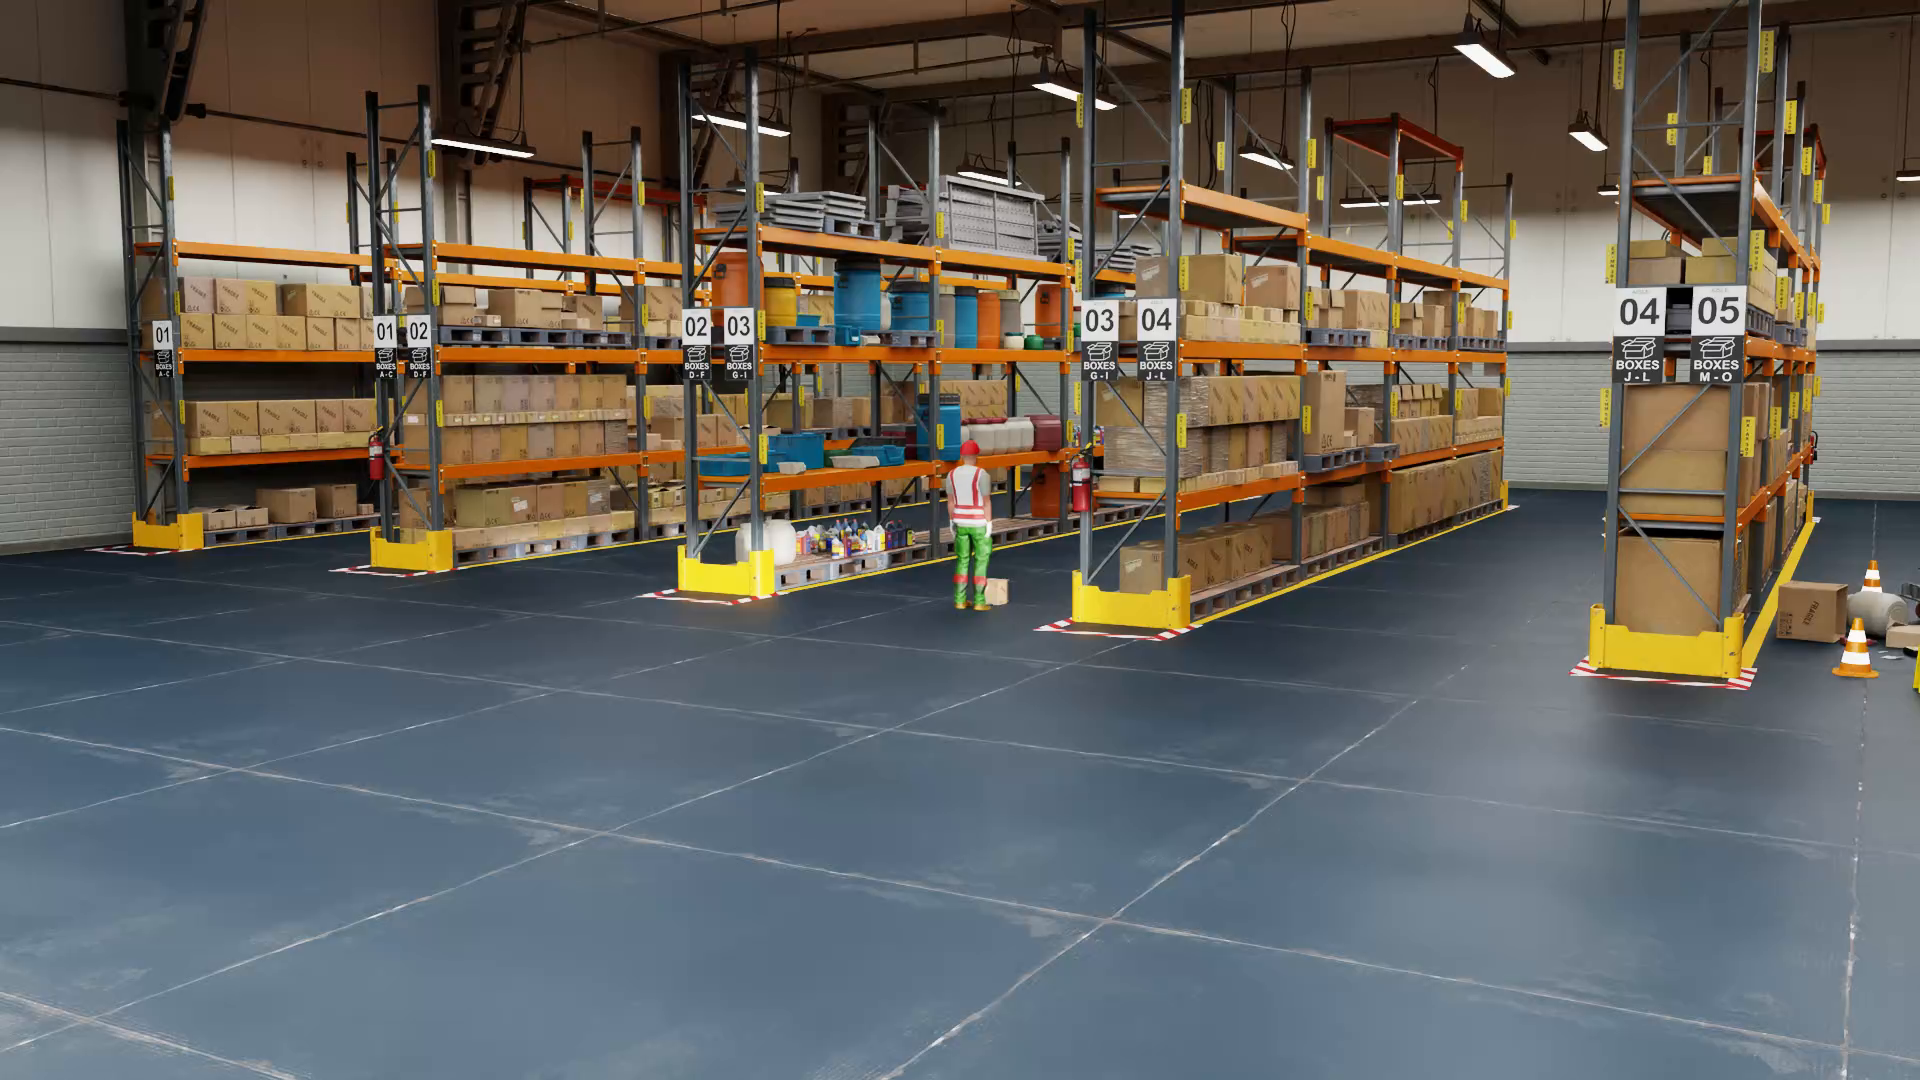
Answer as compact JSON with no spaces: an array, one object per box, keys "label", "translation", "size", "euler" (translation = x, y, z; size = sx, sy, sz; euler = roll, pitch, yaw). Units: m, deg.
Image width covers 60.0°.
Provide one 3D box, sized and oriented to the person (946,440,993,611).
[{"label":"person","translation":[0.115,-0.154,17.540],"size":[0.524,1.797,0.341],"euler":[3,7,30]}]
